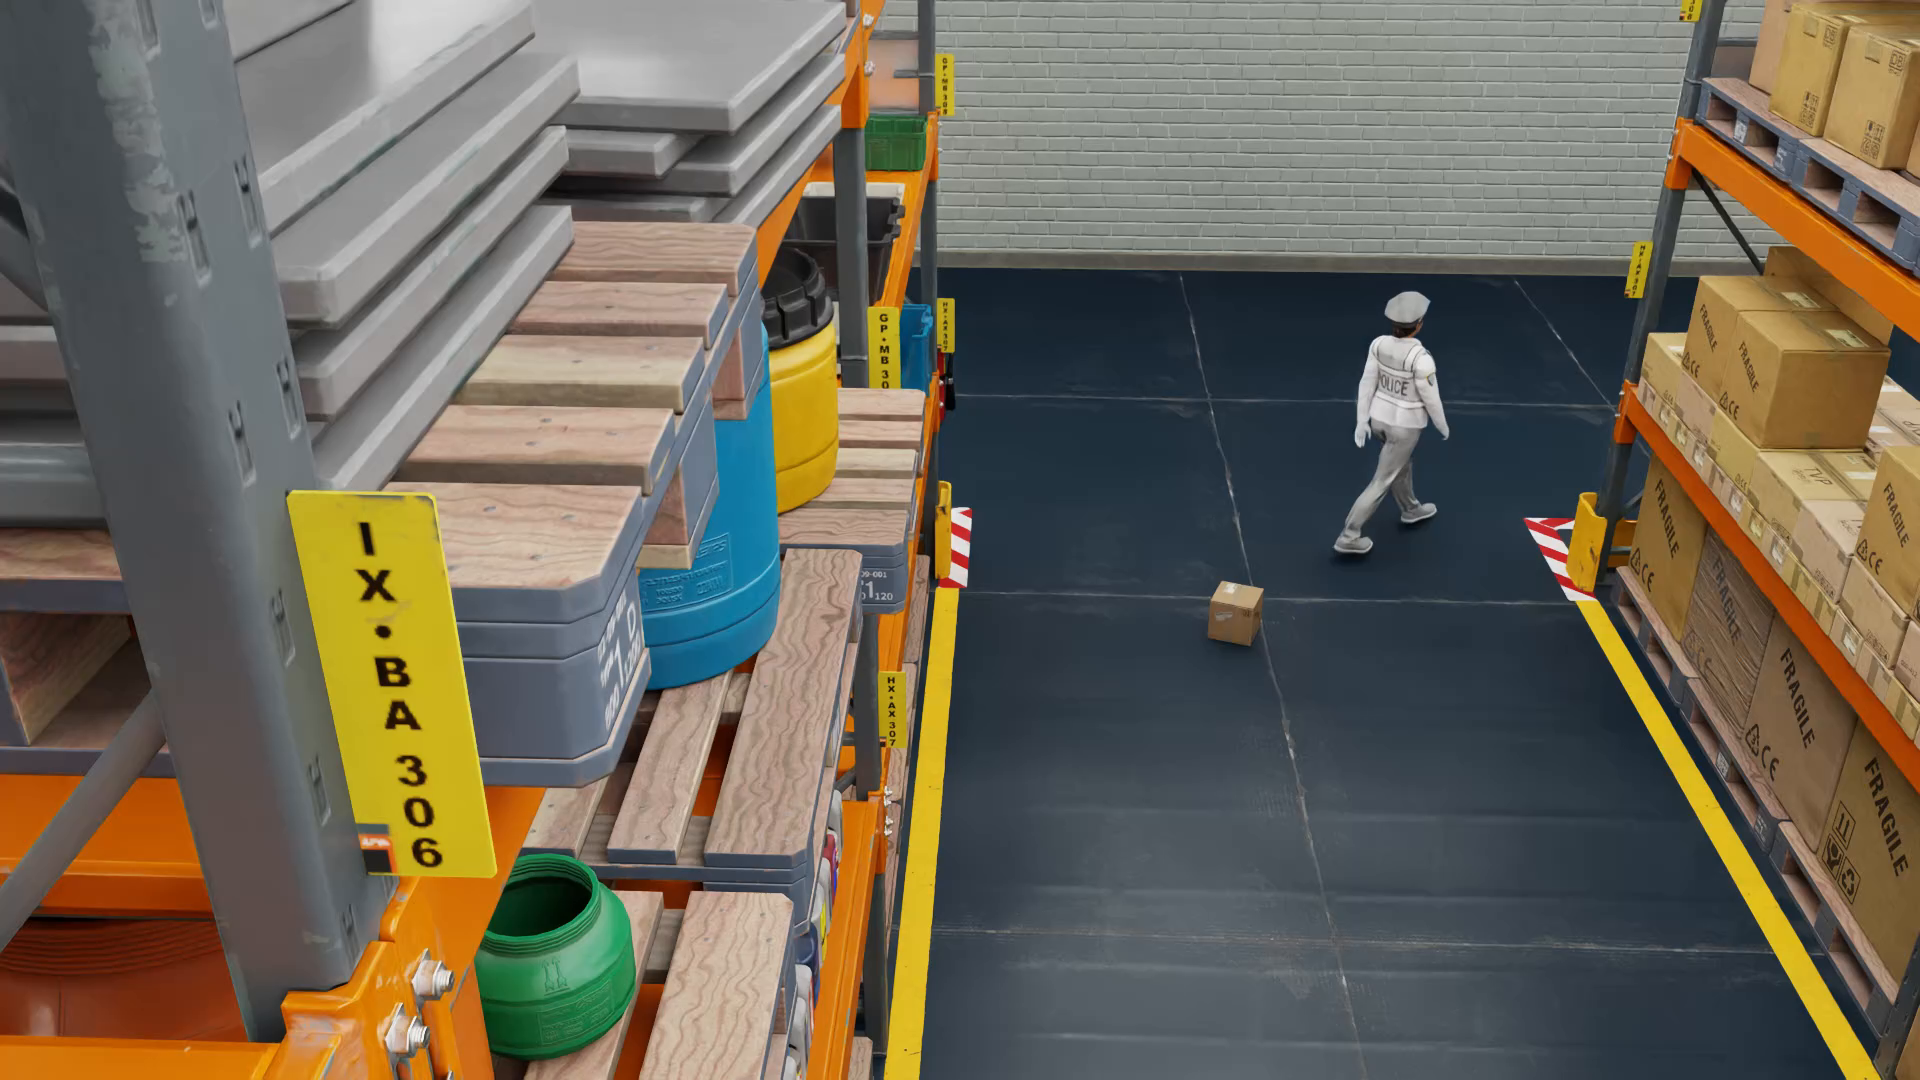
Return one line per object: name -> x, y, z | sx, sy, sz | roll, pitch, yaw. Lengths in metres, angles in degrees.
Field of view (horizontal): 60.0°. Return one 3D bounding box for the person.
person -> 2.728, -0.742, 10.177 | 0.987, 1.630, 0.485 | -16, 32, -27
